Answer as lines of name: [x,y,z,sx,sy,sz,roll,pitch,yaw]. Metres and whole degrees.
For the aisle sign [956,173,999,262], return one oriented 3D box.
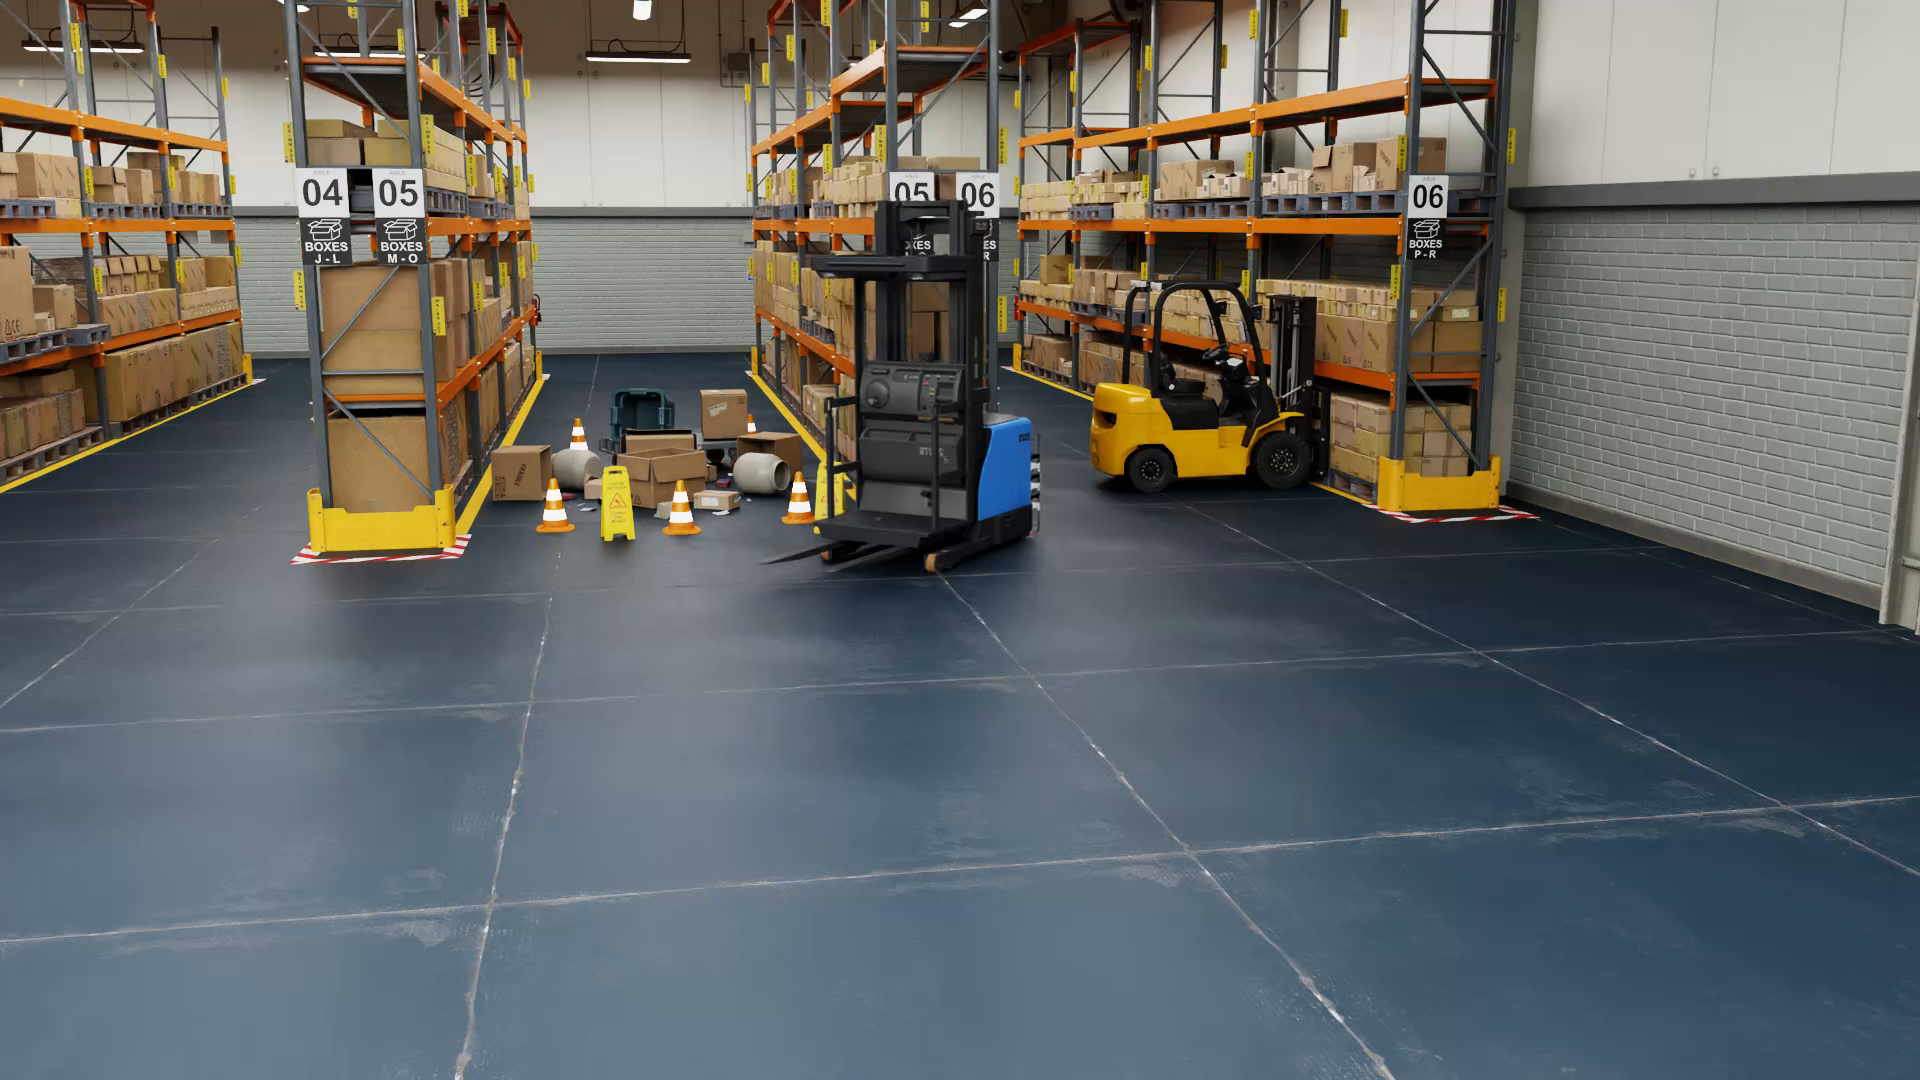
aisle sign: [0.160,-2.901,14.963,0.394,0.787,0.004,-2,11,-11]

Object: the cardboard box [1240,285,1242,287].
cardboard box: [3.825,-3.260,21.801,0.380,0.149,0.250,-2,11,-11]

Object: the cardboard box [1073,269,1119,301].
cardboard box: [2.253,-4.165,27.165,0.700,0.500,0.500,-2,11,-10]

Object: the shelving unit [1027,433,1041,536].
shelving unit: [0.564,-0.505,14.945,0.258,0.900,0.210,6,12,28]

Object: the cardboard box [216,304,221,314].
cardboard box: [-12.346,-3.787,27.241,0.380,0.149,0.250,-2,11,-11]

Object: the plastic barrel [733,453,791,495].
plastic barrel: [-2.043,-0.682,17.149,0.512,0.421,0.421,6,12,28]

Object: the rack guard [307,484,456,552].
rack guard: [-4.987,-0.193,14.374,1.175,0.500,0.348,-2,11,-11]

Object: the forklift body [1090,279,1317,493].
forklift body: [2.554,-1.670,17.717,2.313,2.155,1.214,-2,11,-11]

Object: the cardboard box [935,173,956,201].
cardboard box: [0.007,-3.272,15.448,0.500,0.250,0.500,-2,11,-12]

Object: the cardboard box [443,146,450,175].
cardboard box: [-5.130,-3.602,15.794,0.500,0.250,0.500,-2,11,-11]

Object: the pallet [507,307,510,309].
pallet: [-7.320,-3.387,24.981,1.003,0.211,1.213,-2,11,-11]

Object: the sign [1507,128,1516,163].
sign: [5.257,-3.766,15.889,0.100,0.325,0.005,-2,11,-11]

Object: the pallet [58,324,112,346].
pallet: [-11.190,-2.510,20.374,1.213,0.211,1.003,-2,11,-11]

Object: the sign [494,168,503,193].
sign: [-6.002,-4.678,21.634,0.100,0.325,0.005,-2,11,-11]

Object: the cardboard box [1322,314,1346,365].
cardboard box: [4.167,-2.125,17.569,0.500,0.500,0.500,-2,11,-12]

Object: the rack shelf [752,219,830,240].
rack shelf: [-2.879,-5.312,28.484,1.077,0.370,4.000,-2,11,-11]

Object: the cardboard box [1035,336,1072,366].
cardboard box: [1.754,-3.444,30.332,0.700,0.500,0.500,-2,11,-9]

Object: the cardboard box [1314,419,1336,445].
cardboard box: [4.103,-1.171,17.718,0.500,0.250,0.500,-2,11,-12]

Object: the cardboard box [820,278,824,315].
cardboard box: [-1.441,-3.021,20.362,0.500,0.500,0.500,-2,11,-9]

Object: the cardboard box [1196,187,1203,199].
cardboard box: [3.272,-4.477,21.452,0.380,0.149,0.250,-2,11,-12]

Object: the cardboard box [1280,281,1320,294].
cardboard box: [3.903,-2.892,19.073,0.380,0.149,0.250,-2,11,-12]

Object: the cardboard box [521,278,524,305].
cardboard box: [-7.279,-4.012,26.691,0.500,0.500,0.500,-2,11,-11]

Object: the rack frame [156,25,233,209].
rack frame: [-12.989,-7.145,28.170,1.000,3.000,0.127,-2,11,-11]

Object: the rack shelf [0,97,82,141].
rack shelf: [-11.044,-4.761,18.639,1.077,0.370,4.000,-2,11,-11]

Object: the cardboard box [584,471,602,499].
cardboard box: [-3.629,-0.568,16.969,0.396,0.266,0.258,0,11,-1]

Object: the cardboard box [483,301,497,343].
cardboard box: [-6.004,-2.686,20.518,0.500,0.500,0.500,-2,11,-12]

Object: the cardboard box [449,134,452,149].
cardboard box: [-5.142,-3.869,16.130,0.380,0.149,0.250,-2,11,-12]

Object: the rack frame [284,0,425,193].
rack frame: [-4.992,-4.373,13.603,1.000,3.000,0.127,-2,11,-11]

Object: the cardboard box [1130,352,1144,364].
cardboard box: [2.728,-2.700,24.686,0.380,0.149,0.250,-3,11,-14]

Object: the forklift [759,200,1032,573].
forklift: [-0.505,-1.266,13.511,1.130,2.935,3.031,6,12,28]

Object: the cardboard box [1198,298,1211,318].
cardboard box: [3.387,-2.980,21.393,0.500,0.250,0.500,-2,11,-10]

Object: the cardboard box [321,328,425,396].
cardboard box: [-5.109,-1.566,14.499,0.875,0.550,0.550,-2,11,-11]

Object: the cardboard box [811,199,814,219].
cardboard box: [-1.768,-4.388,22.066,0.396,0.266,0.258,-2,11,-11]

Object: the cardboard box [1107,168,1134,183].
cardboard box: [2.589,-5.860,26.820,0.396,0.266,0.258,-2,11,-11]

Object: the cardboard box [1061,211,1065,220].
cardboard box: [1.930,-5.506,28.252,0.380,0.149,0.250,-2,11,-9]

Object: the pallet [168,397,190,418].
pallet: [-11.987,-1.956,24.408,1.003,0.211,1.213,-2,11,-11]

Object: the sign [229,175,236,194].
sign: [-12.454,-6.085,28.465,0.100,0.325,0.005,-2,11,-11]

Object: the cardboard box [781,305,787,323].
cardboard box: [-2.389,-3.380,24.831,0.500,0.250,0.500,-2,11,-12]

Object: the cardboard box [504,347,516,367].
cardboard box: [-6.730,-2.655,24.177,0.500,0.250,0.500,-3,11,-14]

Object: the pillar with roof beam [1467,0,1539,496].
pillar with roof beam: [1.238,-4.756,15.618,9.100,9.000,0.400,-2,11,-11]

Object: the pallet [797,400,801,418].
pallet: [-1.792,-1.869,23.950,1.003,0.211,1.213,-2,11,-11]

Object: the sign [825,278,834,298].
sign: [-1.478,-2.906,18.843,0.100,0.325,0.005,-2,11,-11]

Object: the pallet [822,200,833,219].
pallet: [-0.950,-3.856,19.414,1.213,0.211,1.003,-2,11,-11]

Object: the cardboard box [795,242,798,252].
cardboard box: [-2.807,-4.781,27.117,0.380,0.149,0.250,-2,11,-10]

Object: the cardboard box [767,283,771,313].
cardboard box: [-2.937,-4.044,27.654,0.500,0.500,0.500,-2,11,-12]

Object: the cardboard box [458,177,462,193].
cardboard box: [-5.285,-3.616,16.931,0.380,0.149,0.250,-2,11,-10]

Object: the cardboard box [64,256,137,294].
cardboard box: [-11.820,-3.650,22.900,0.797,0.503,0.637,-2,11,-9]

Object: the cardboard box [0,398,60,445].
cardboard box: [-11.046,-1.392,19.496,0.700,0.500,0.500,-1,11,-6]

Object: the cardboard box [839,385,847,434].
cardboard box: [-1.084,-1.464,18.589,0.500,0.500,0.500,-2,11,-8]

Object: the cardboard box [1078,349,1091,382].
cardboard box: [2.251,-2.888,27.407,0.500,0.500,0.500,-2,11,-9]

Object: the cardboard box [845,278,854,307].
cardboard box: [-0.761,-2.579,16.488,0.700,0.500,0.500,-2,11,-12]

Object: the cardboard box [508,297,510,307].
cardboard box: [-7.003,-3.596,25.116,0.380,0.149,0.250,-2,11,-11]
